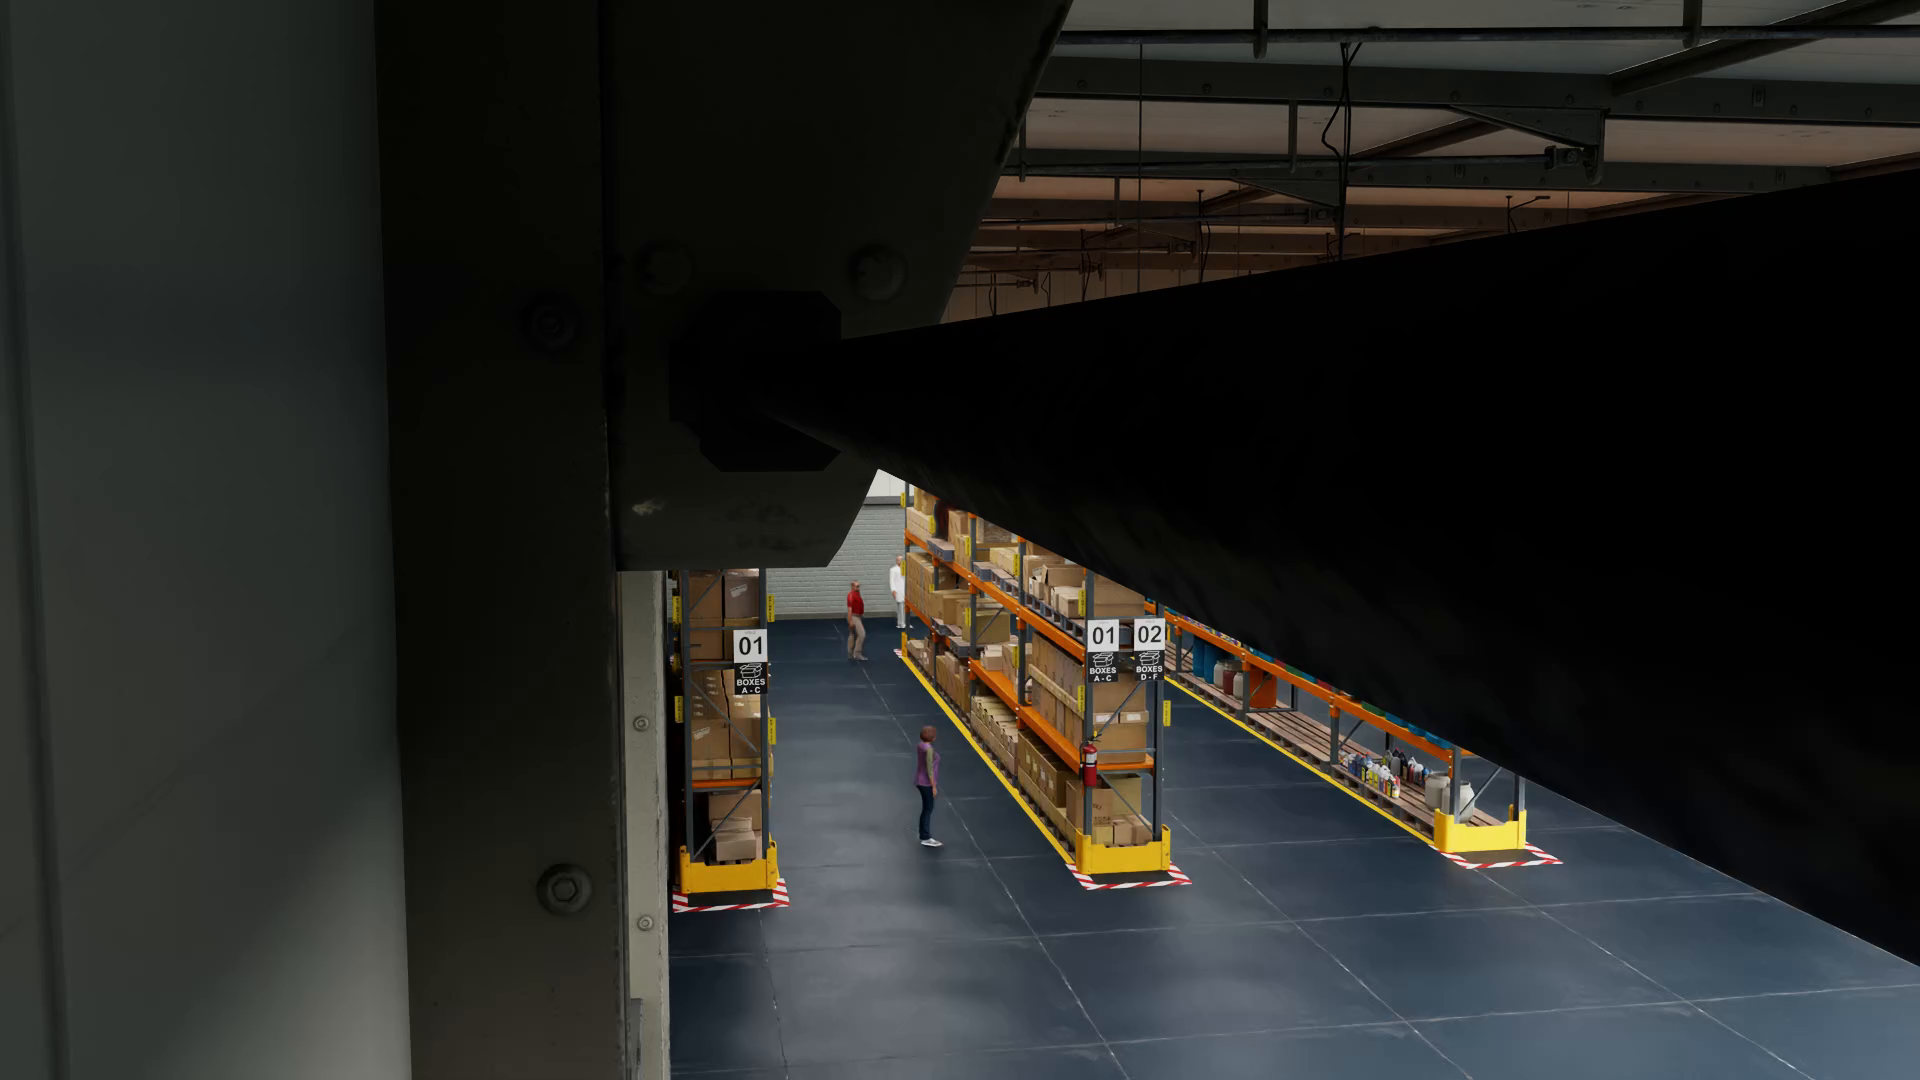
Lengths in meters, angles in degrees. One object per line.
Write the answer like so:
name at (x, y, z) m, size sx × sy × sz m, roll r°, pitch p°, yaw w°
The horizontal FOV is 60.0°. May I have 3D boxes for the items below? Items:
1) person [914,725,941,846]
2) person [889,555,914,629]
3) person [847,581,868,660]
person at (-0.436, 3.294, 22.097) m, size 0.332 × 1.634 × 0.501 m, roll -2°, pitch 6°, yaw -17°
person at (-1.412, 1.284, 40.362) m, size 0.494 × 1.807 × 0.674 m, roll 5°, pitch 8°, yaw 40°
person at (-2.214, 1.737, 35.981) m, size 0.506 × 1.734 × 0.557 m, roll 1°, pitch 6°, yaw 7°
